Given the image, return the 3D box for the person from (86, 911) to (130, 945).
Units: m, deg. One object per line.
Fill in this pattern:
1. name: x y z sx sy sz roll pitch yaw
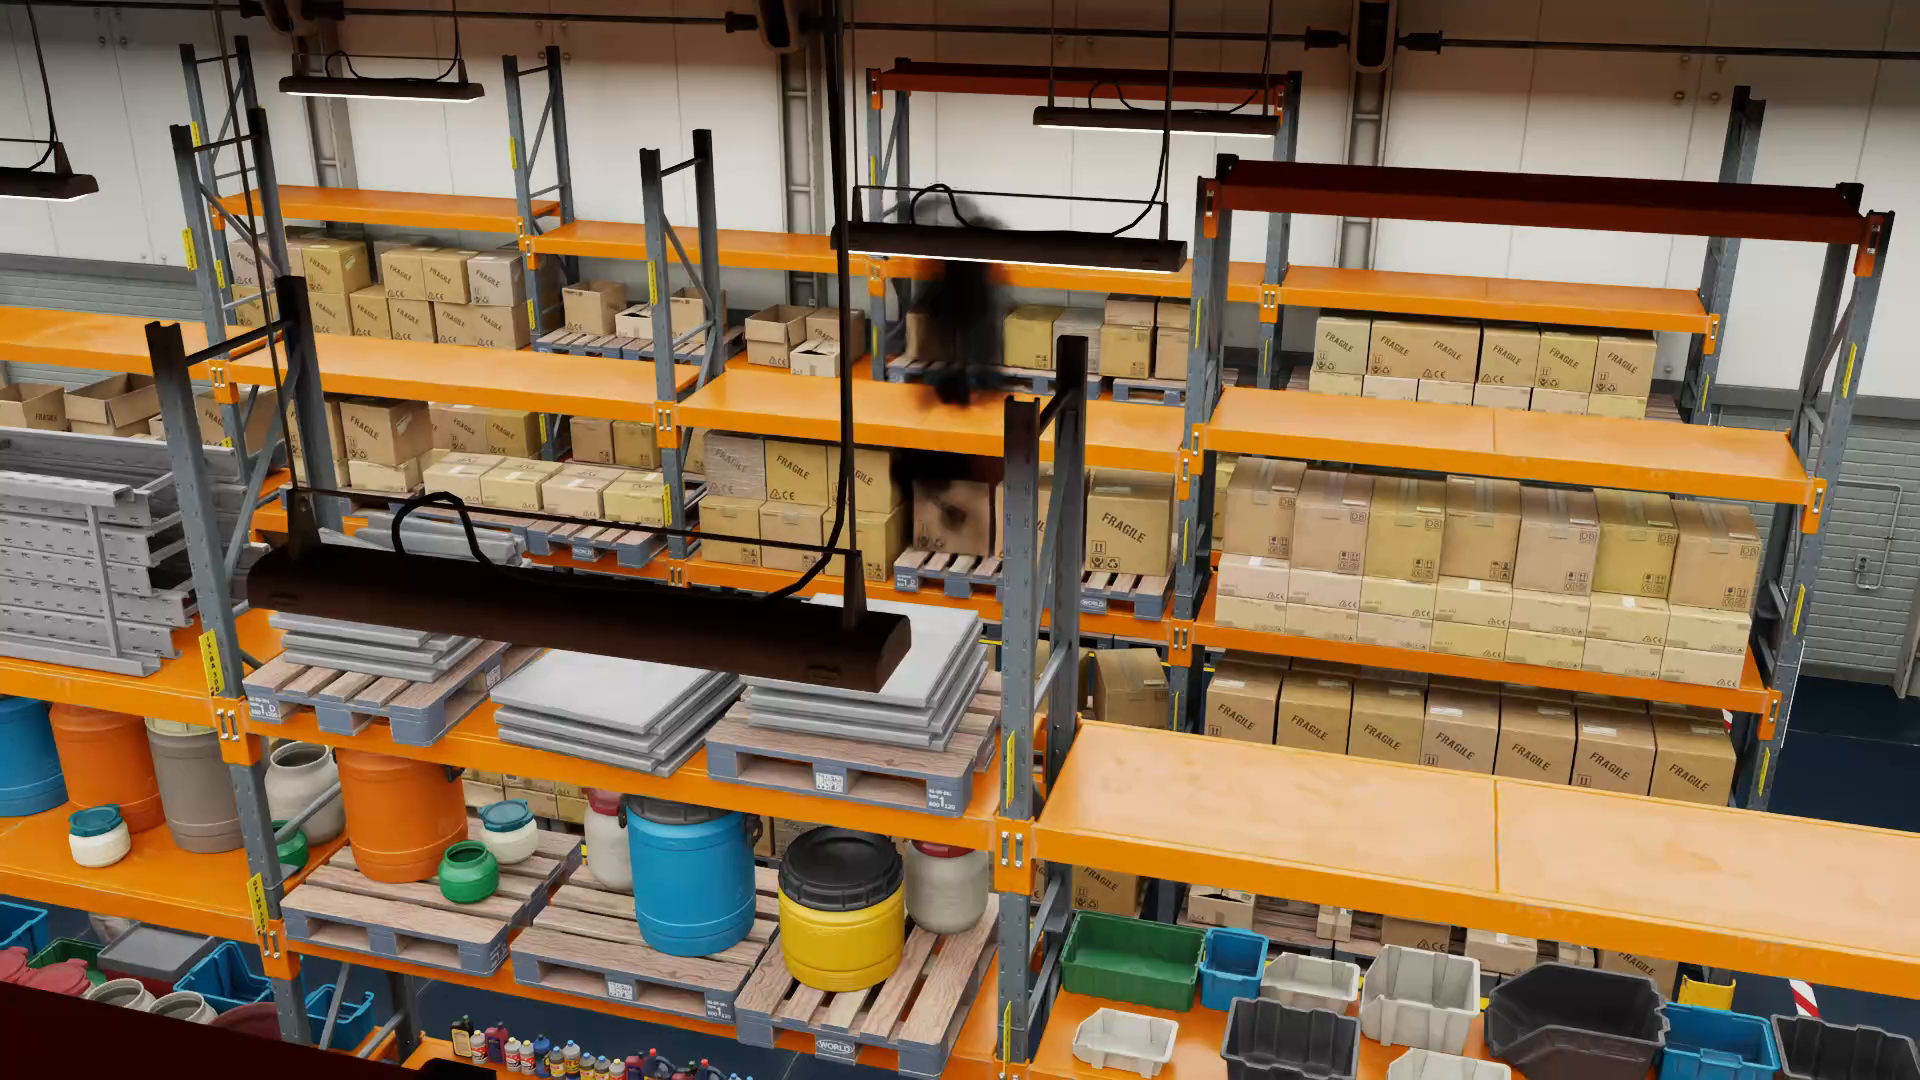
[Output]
1. person: -6.182 2.646 12.156 0.953 1.755 0.643 16 28 34
